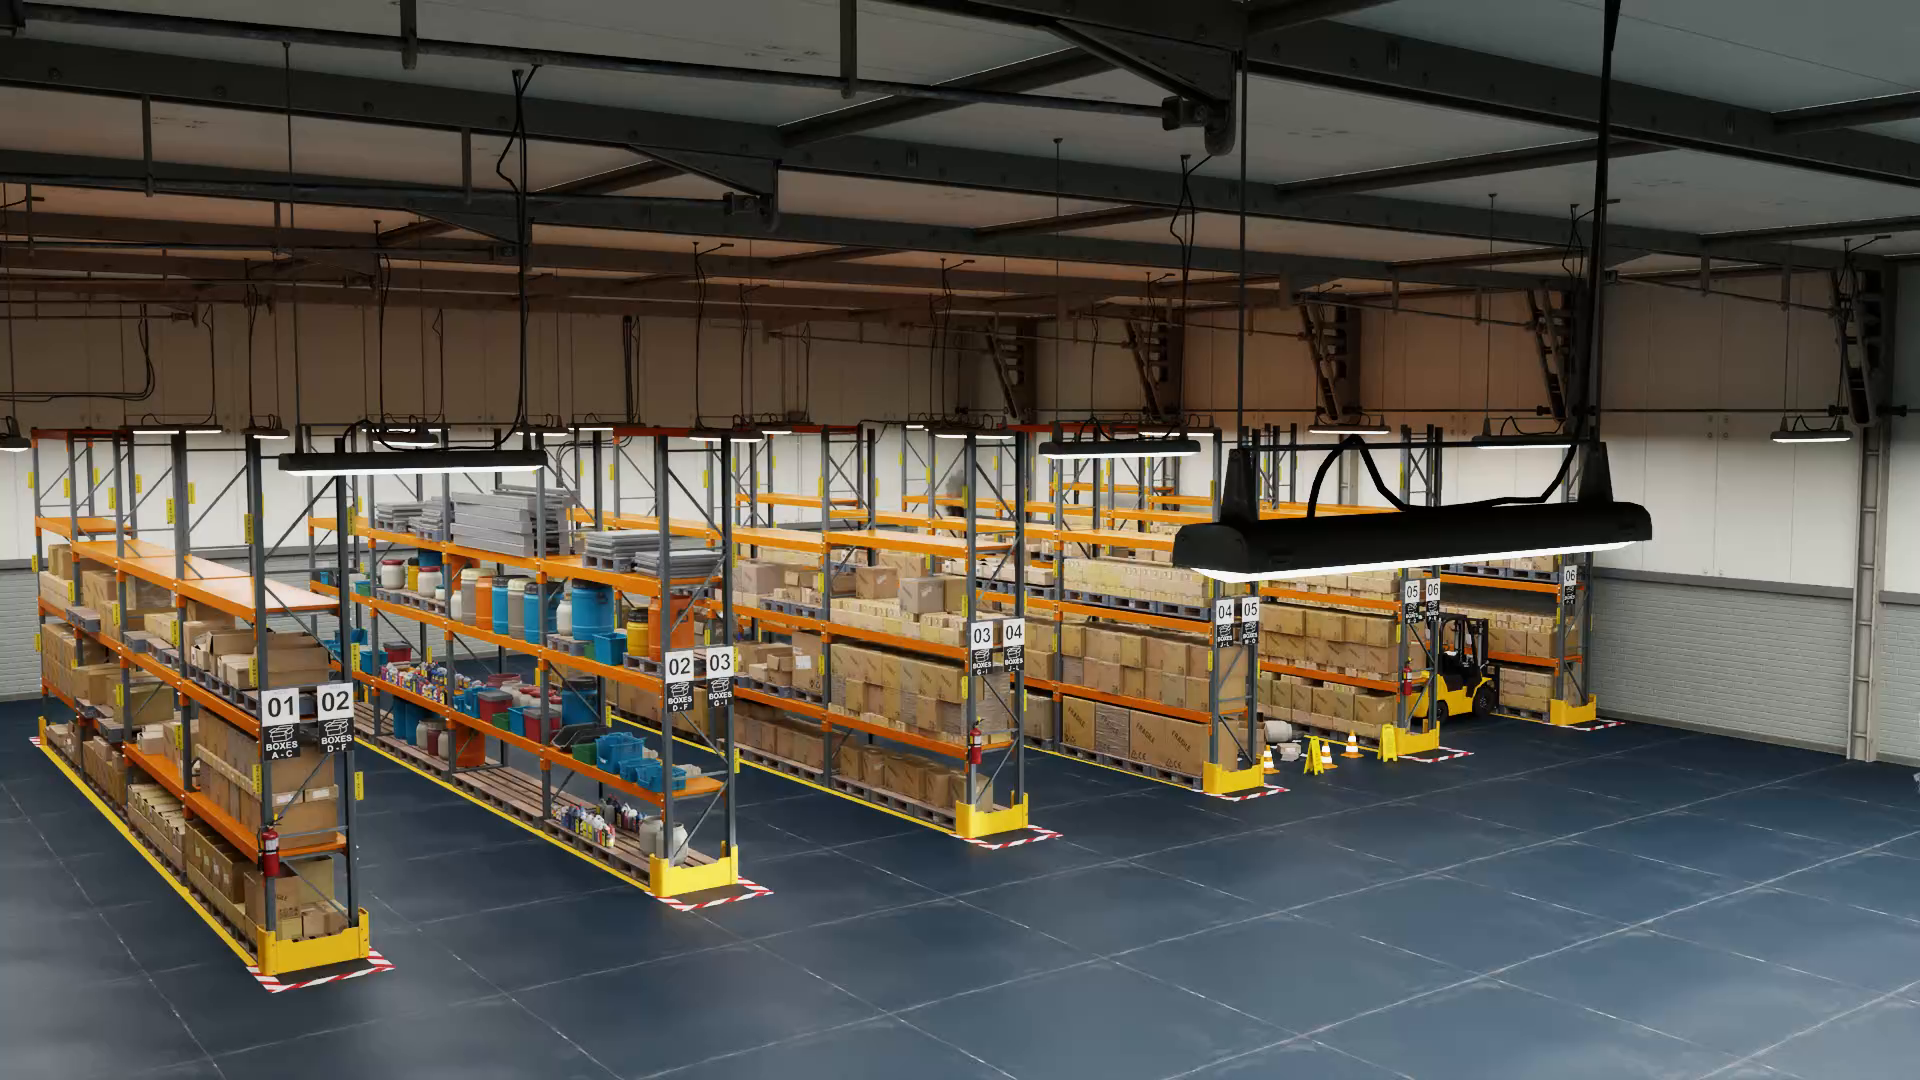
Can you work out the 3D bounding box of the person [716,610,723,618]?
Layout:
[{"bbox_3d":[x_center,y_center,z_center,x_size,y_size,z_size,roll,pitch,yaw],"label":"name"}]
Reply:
[{"bbox_3d":[-6.007,2.276,40.878,0.683,1.700,0.545,2,5,23],"label":"person"}]

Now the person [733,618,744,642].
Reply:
[{"bbox_3d":[-5.133,2.589,37.725,0.588,1.621,0.742,-3,5,-33],"label":"person"}]

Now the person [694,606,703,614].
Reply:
[{"bbox_3d":[-6.388,2.346,40.623,0.649,1.620,0.762,2,5,25],"label":"person"}]
